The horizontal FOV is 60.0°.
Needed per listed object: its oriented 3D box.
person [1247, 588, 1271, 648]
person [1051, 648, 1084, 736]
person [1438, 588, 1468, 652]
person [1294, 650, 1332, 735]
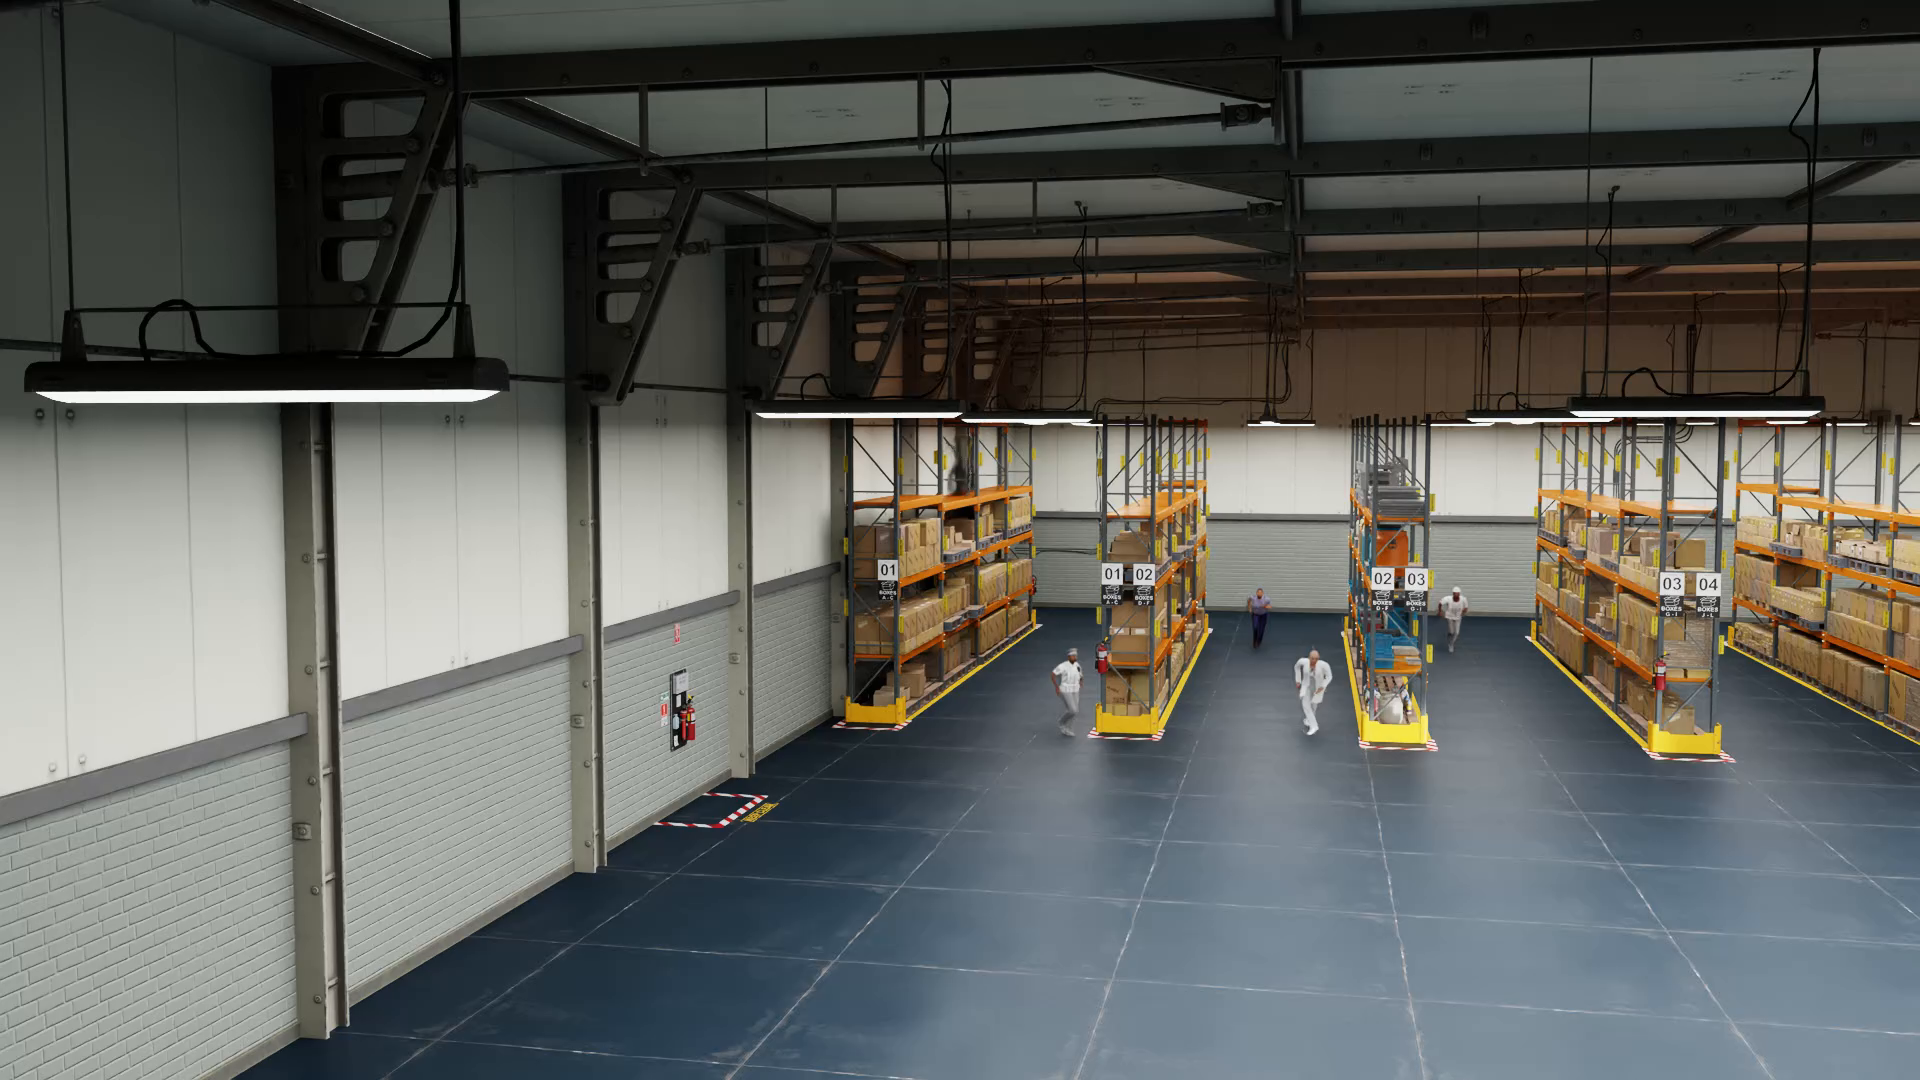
[{"bbox_3d":[7.794,2.029,43.335,0.593,1.576,0.861,0,4,6],"label":"person"},{"bbox_3d":[2.077,2.836,30.953,0.591,1.657,0.560,-3,5,-35],"label":"person"},{"bbox_3d":[12.700,2.046,42.784,0.689,1.683,0.734,0,4,-2],"label":"person"},{"bbox_3d":[6.704,2.842,31.559,0.706,1.619,1.138,1,4,13],"label":"person"}]
